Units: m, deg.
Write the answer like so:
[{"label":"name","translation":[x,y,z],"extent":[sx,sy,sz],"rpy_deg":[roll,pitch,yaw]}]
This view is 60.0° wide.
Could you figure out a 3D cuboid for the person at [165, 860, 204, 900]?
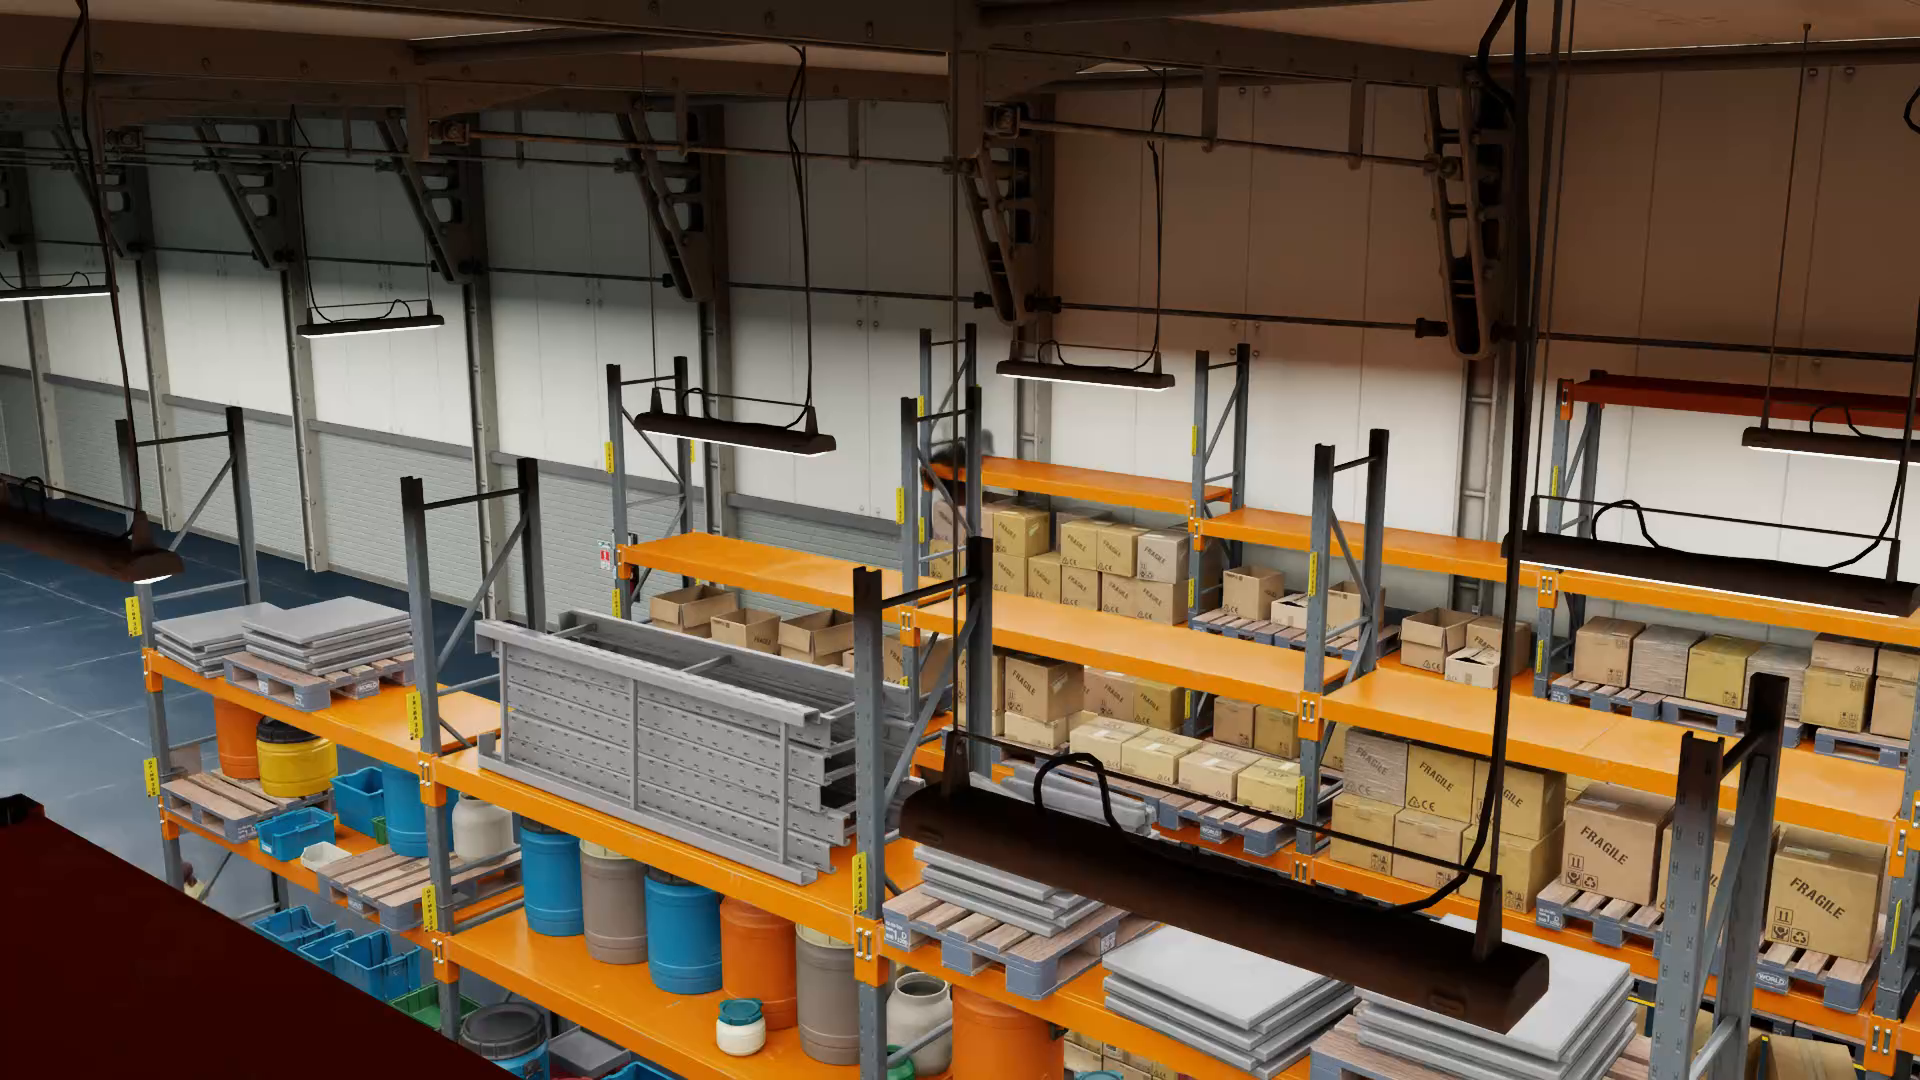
[{"label":"person","translation":[-7.271,3.779,15.921],"extent":[0.781,1.601,0.636],"rpy_deg":[-2,13,-8]}]
